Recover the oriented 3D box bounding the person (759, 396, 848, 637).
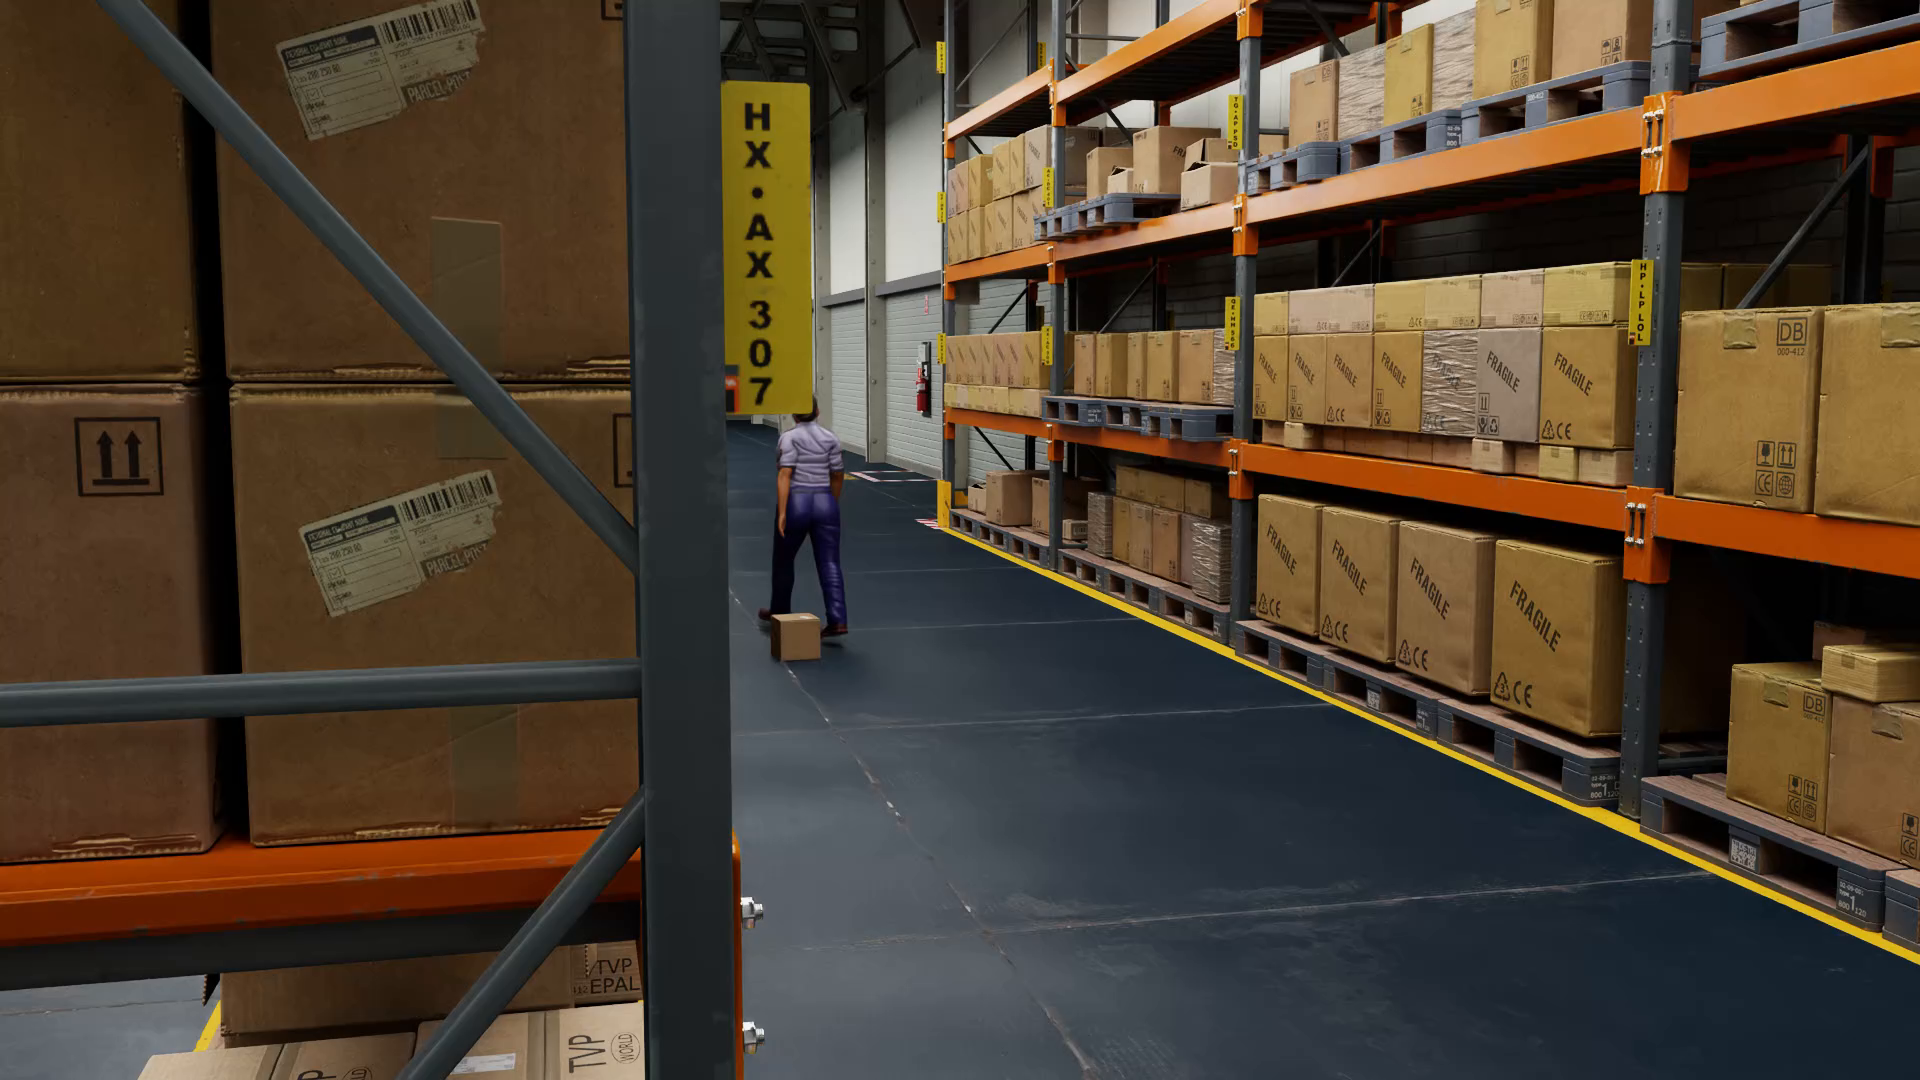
[{"bbox_3d":[-1.002,-0.187,10.942,0.512,1.569,1.051,-2,7,-20],"label":"person"}]
